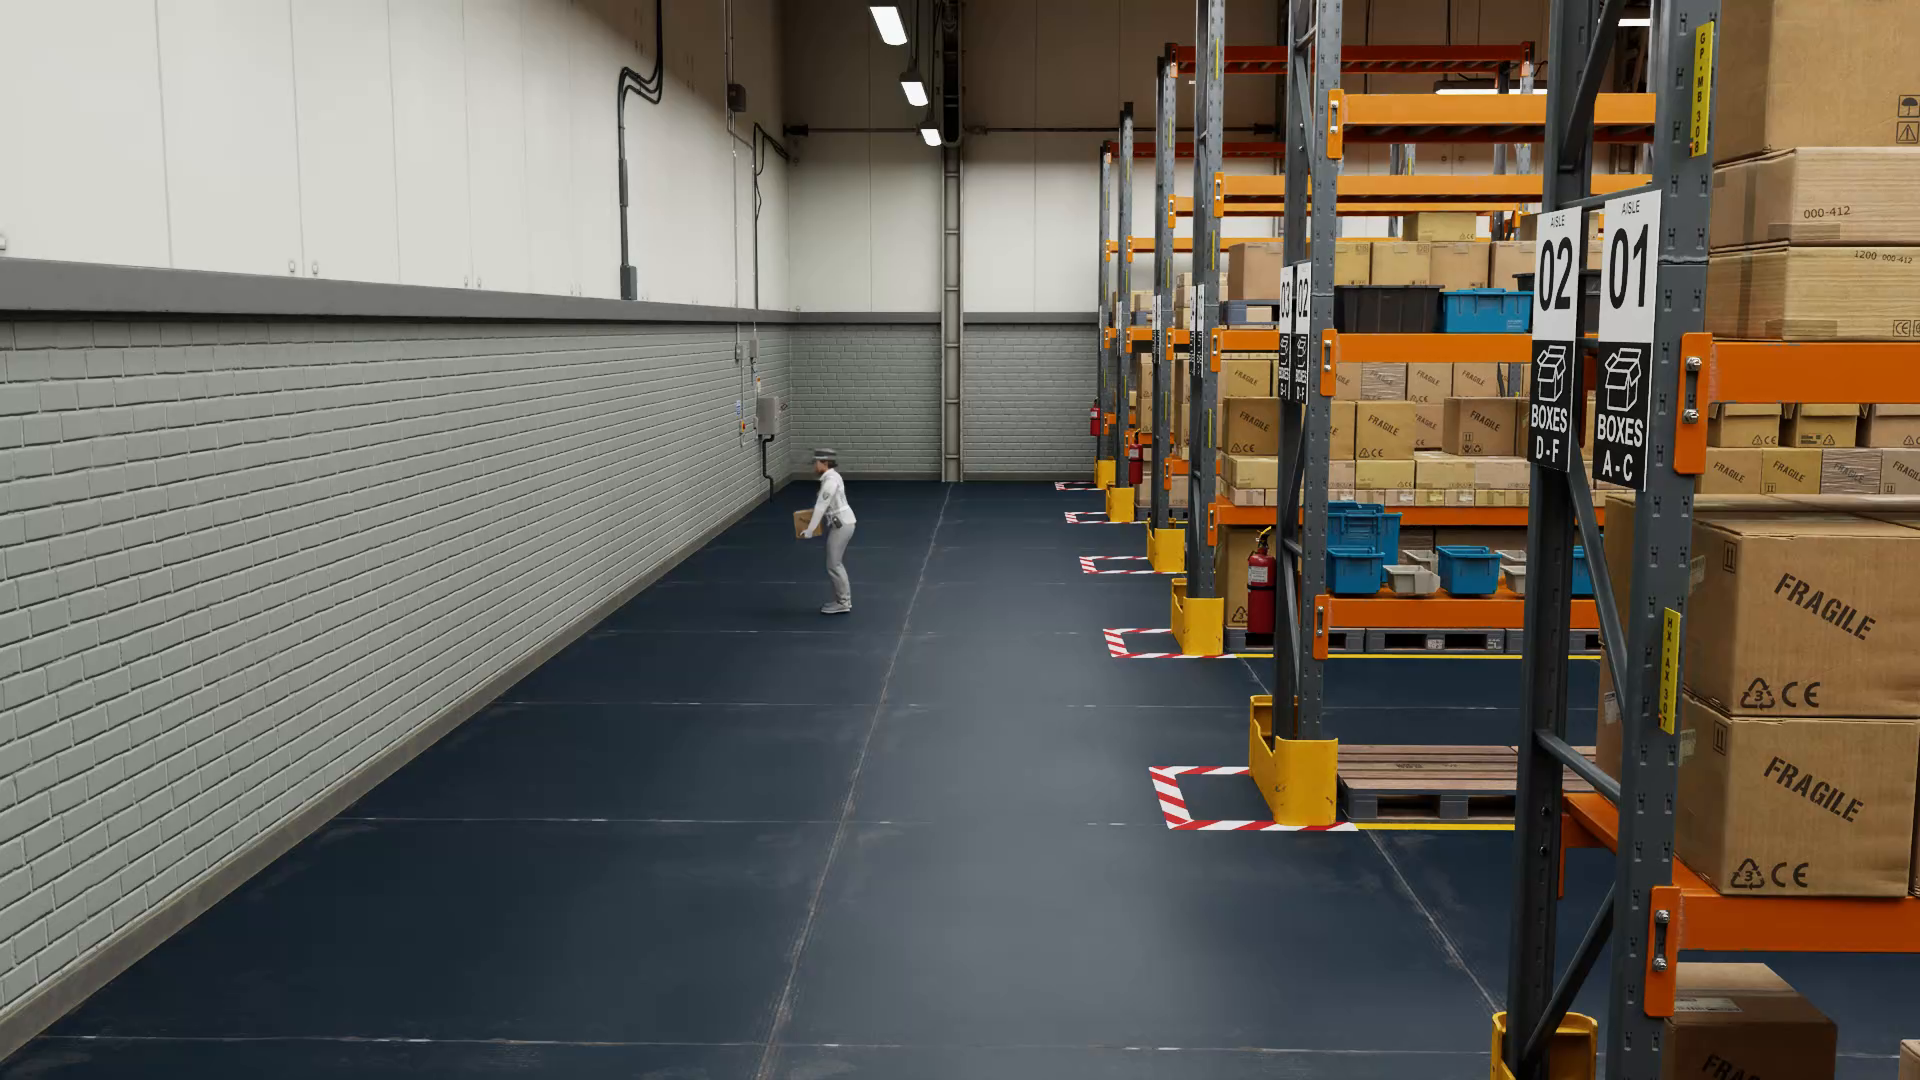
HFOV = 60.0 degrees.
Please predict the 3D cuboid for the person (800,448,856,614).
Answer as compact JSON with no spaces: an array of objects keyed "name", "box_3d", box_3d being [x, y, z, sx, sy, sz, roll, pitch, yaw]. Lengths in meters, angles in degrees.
[{"name":"person","box_3d":[-1.314,-0.096,16.623,0.551,1.647,0.415,0,7,0]}]
